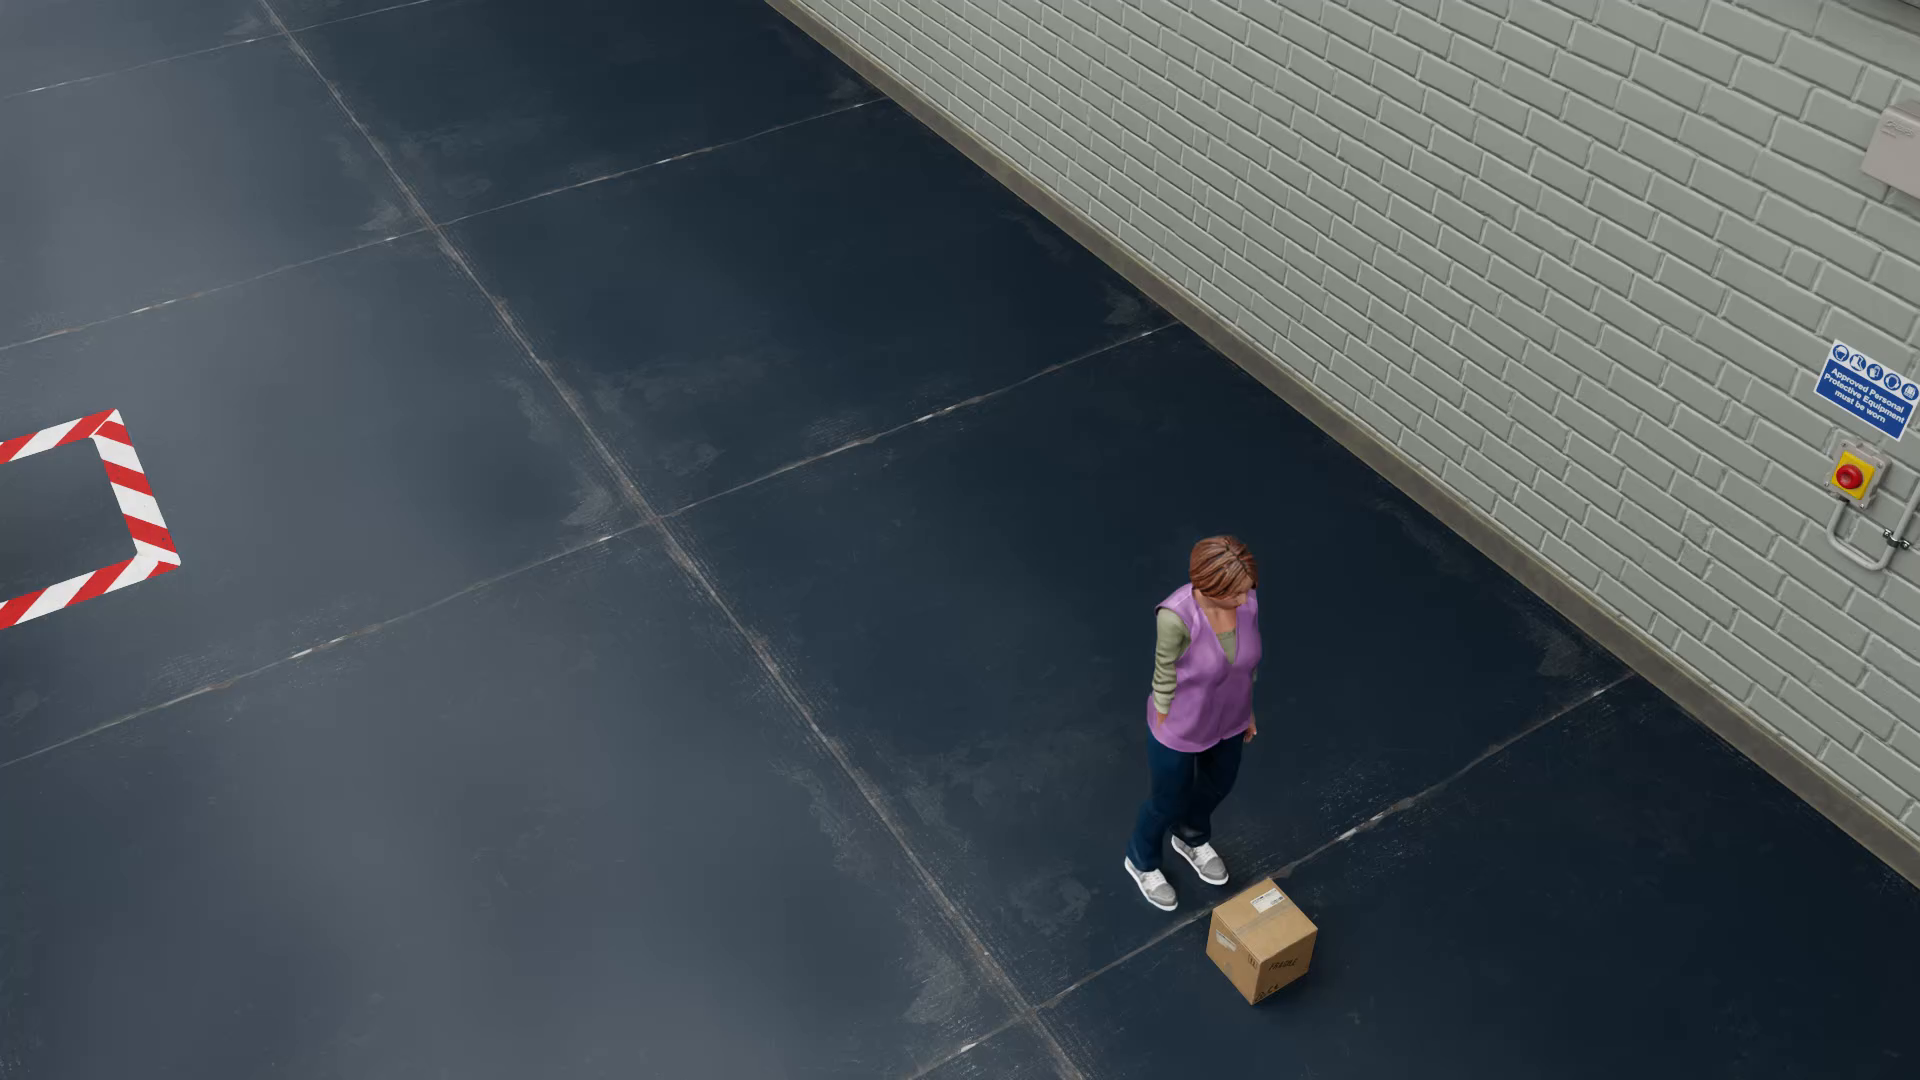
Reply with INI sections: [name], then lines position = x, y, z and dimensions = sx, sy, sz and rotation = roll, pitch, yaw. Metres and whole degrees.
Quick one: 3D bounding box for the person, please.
[person]
position = 0.797, 0.596, 5.501
dimensions = 0.407, 1.601, 0.299
rotation = -22, 46, -23
